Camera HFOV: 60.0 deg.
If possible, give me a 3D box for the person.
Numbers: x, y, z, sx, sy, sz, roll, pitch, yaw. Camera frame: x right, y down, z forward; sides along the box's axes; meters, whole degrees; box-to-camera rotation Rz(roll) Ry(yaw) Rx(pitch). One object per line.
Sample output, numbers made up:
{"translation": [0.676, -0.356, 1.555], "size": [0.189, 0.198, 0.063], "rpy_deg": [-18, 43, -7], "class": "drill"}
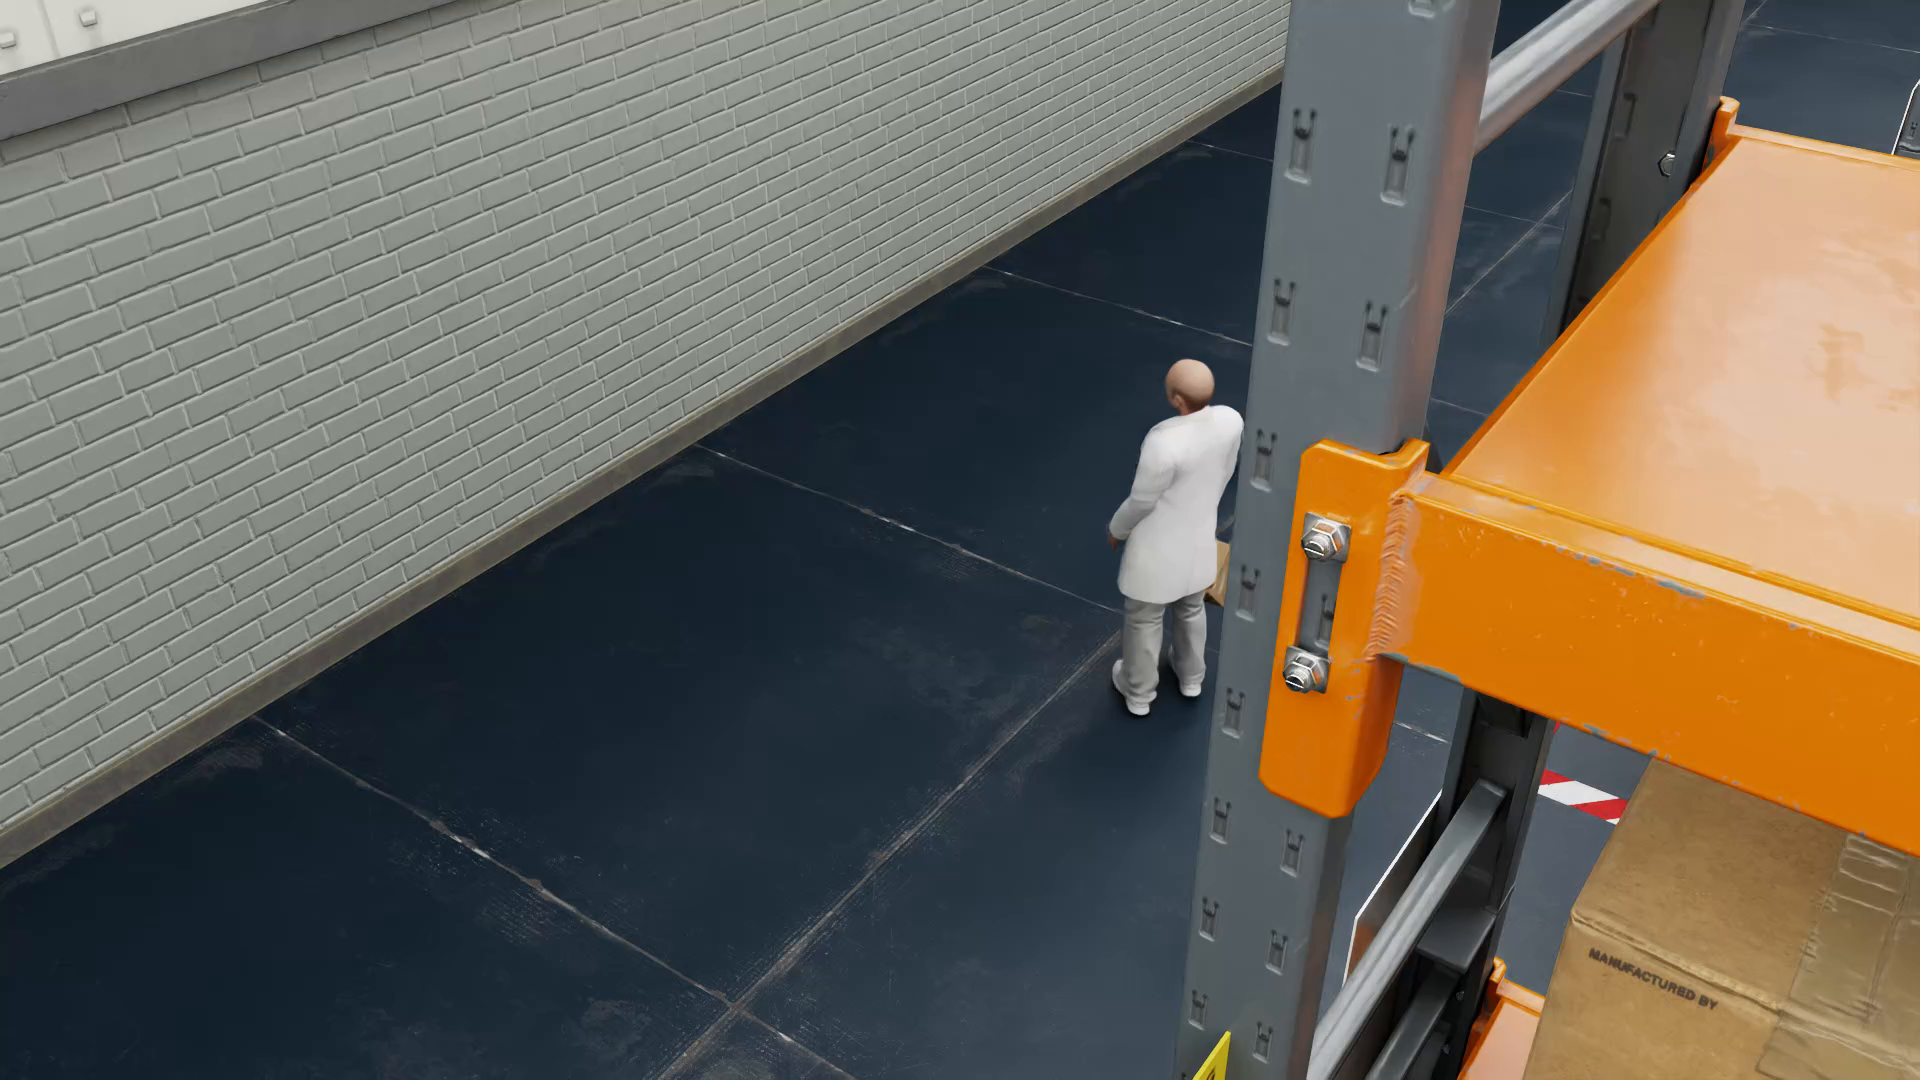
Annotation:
{"translation": [0.920, -0.034, 7.342], "size": [0.604, 1.791, 0.439], "rpy_deg": [-24, 41, -31], "class": "person"}
